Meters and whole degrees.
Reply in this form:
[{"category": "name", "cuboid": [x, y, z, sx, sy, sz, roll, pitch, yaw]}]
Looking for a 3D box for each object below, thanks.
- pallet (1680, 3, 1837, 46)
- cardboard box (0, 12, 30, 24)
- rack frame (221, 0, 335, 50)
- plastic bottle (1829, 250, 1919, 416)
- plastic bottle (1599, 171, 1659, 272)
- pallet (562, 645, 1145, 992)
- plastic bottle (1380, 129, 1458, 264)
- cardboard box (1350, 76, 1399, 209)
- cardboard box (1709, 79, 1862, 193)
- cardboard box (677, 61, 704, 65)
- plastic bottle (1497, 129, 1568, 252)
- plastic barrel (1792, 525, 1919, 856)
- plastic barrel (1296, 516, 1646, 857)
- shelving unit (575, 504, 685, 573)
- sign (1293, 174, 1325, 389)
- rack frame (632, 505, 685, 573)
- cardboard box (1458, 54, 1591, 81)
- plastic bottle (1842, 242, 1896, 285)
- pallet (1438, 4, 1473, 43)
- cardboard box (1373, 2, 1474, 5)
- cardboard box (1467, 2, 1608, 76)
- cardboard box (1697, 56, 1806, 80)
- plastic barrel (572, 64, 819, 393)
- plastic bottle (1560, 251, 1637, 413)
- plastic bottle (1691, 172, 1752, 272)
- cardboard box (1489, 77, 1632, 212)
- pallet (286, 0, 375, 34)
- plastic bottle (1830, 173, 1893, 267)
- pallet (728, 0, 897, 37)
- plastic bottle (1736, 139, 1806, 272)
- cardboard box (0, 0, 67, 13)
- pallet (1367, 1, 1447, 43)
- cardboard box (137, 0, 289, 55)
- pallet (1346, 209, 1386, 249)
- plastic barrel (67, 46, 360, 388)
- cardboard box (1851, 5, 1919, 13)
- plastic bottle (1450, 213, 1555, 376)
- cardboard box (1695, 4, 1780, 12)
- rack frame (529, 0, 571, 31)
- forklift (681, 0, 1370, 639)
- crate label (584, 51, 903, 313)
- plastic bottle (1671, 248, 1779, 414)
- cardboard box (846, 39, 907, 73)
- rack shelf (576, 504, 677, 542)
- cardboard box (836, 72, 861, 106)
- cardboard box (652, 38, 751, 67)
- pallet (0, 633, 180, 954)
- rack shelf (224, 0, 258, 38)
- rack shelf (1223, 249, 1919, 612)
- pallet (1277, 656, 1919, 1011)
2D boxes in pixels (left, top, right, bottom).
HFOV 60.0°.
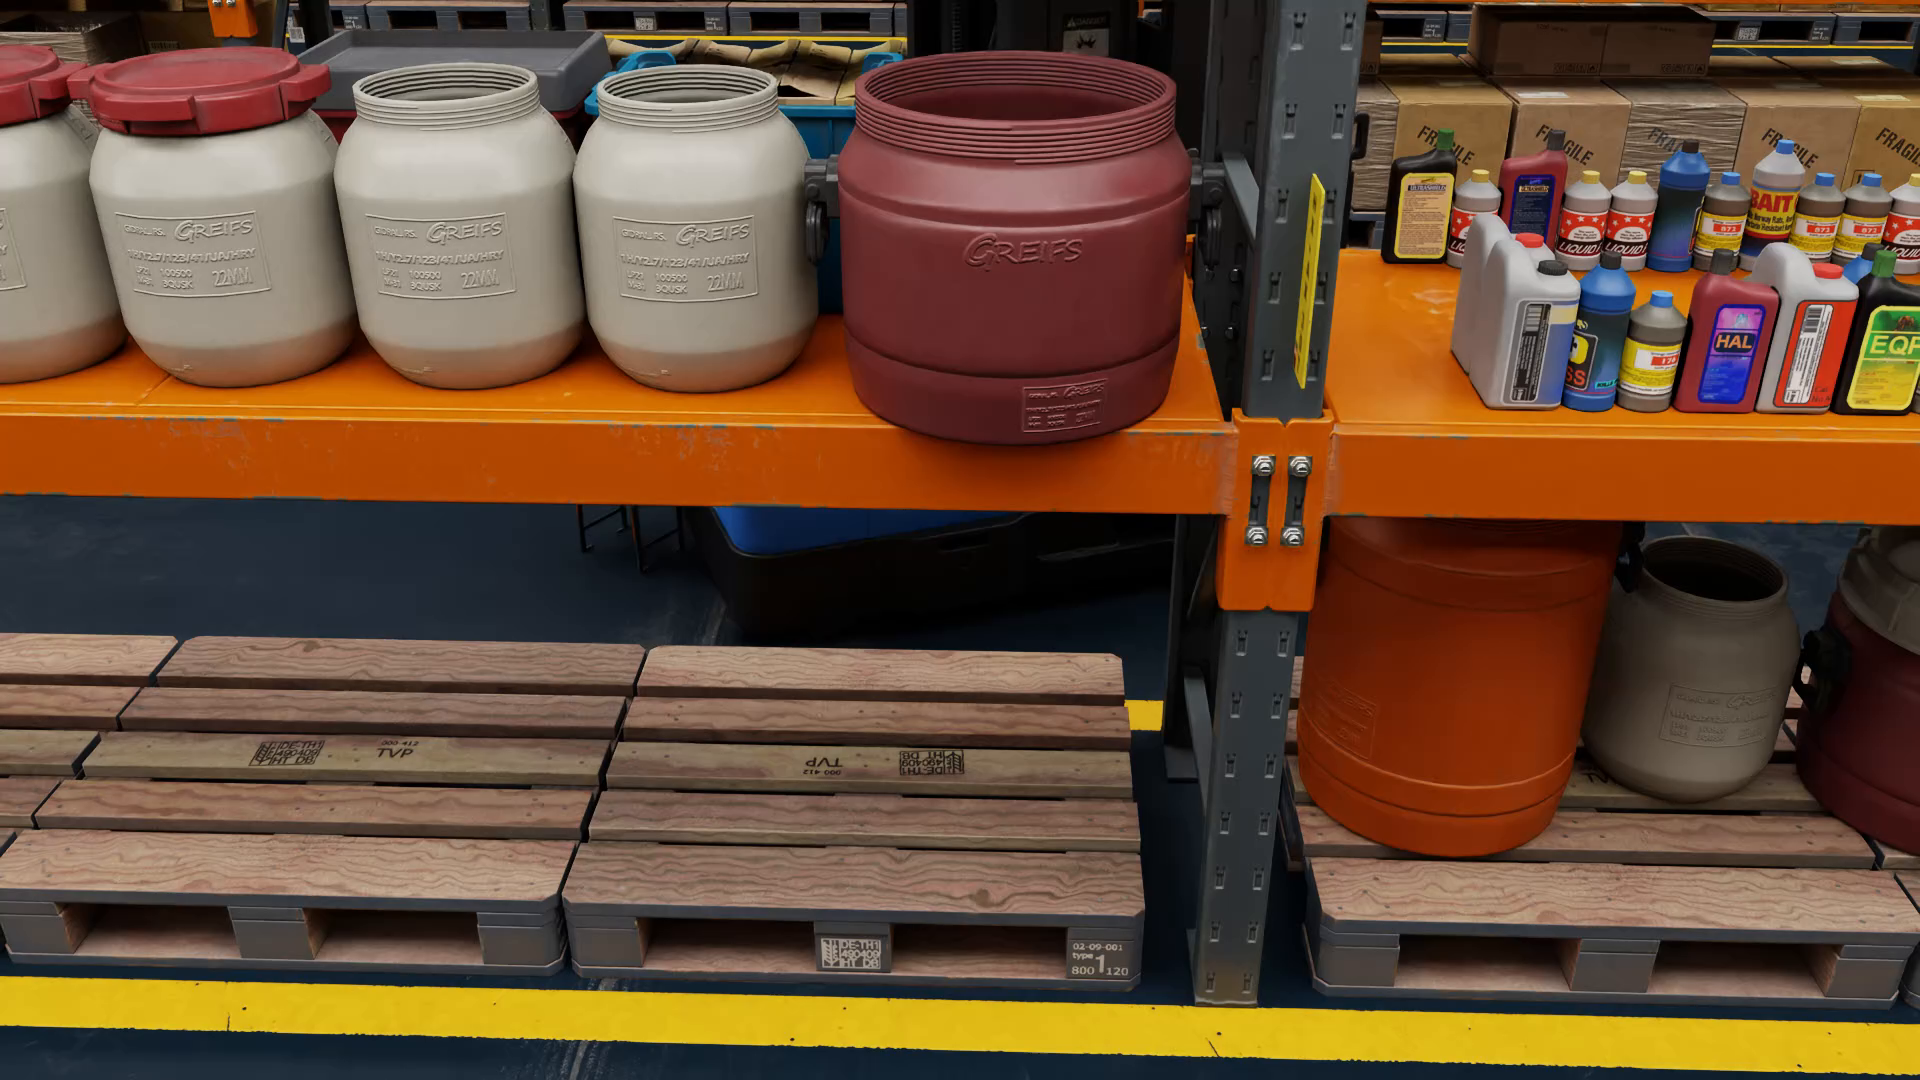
[{"category": "pallet", "cuboid": [5.671, -3.884, 12.351, 1.213, 0.211, 1.003, 1, 28, 2]}, {"category": "cardboard box", "cuboid": [-4.723, -2.206, 7.896, 0.500, 0.500, 0.500, 1, 28, 2]}, {"category": "rack frame", "cuboid": [-3.253, -2.979, 7.666, 0.127, 3.000, 1.000, 1, 28, 2]}, {"category": "plastic bottle", "cuboid": [1.582, -0.353, 2.838, 0.133, 0.283, 0.061, 1, 28, 2]}, {"category": "plastic bottle", "cuboid": [1.428, -0.683, 3.549, 0.097, 0.201, 0.097, 0, 28, 0]}, {"category": "pallet", "cuboid": [-0.207, 0.607, 3.880, 1.213, 0.211, 1.003, 1, 28, 2]}, {"category": "plastic bottle", "cuboid": [0.986, -0.736, 3.559, 0.133, 0.283, 0.061, 1, 28, 2]}, {"category": "cardboard box", "cuboid": [1.713, -1.855, 7.746, 0.500, 0.500, 0.500, 0, 28, 0]}, {"category": "cardboard box", "cuboid": [3.745, -1.823, 7.685, 0.500, 0.500, 0.500, 1, 28, 2]}, {"category": "cardboard box", "cuboid": [-1.312, -2.049, 7.801, 0.500, 0.311, 0.500, 2, 28, 3]}, {"category": "plastic bottle", "cuboid": [1.216, -0.732, 3.552, 0.133, 0.283, 0.061, 1, 28, 2]}, {"category": "plastic barrel", "cuboid": [2.184, 0.305, 3.599, 0.708, 0.588, 0.600, 1, 28, 2]}, {"category": "plastic barrel", "cuboid": [1.056, 0.179, 3.578, 0.708, 0.830, 0.600, 1, 28, 2]}, {"category": "shelving unit", "cuboid": [-1.021, -0.434, 4.947, 0.252, 1.050, 0.215, 18, 33, 30]}, {"category": "sign", "cuboid": [0.554, -0.409, 2.644, 0.005, 0.325, 0.100, 1, 28, 2]}, {"category": "rack frame", "cuboid": [-0.920, -0.402, 4.887, 0.008, 1.050, 0.200, 18, 33, 30]}, {"category": "cardboard box", "cuboid": [2.730, -2.082, 8.175, 0.500, 0.500, 0.500, 0, 28, 0]}, {"category": "plastic bottle", "cuboid": [1.567, -0.385, 2.911, 0.097, 0.271, 0.097, 0, 28, 0]}, {"category": "pallet", "cuboid": [4.140, -3.911, 12.402, 1.213, 0.211, 1.003, 1, 28, 2]}, {"category": "cardboard box", "cuboid": [3.371, -4.364, 12.127, 0.750, 0.750, 0.750, 2, 28, 3]}, {"category": "cardboard box", "cuboid": [2.767, -2.414, 8.000, 0.500, 0.250, 0.500, 0, 28, 1]}, {"category": "cardboard box", "cuboid": [3.734, -2.062, 8.136, 0.500, 0.500, 0.500, 1, 28, 3]}, {"category": "plastic barrel", "cuboid": [-0.469, -0.561, 2.985, 0.421, 0.512, 0.421, 0, 28, 0]}, {"category": "plastic bottle", "cuboid": [1.102, -0.364, 2.872, 0.097, 0.271, 0.097, 0, 28, 0]}, {"category": "plastic bottle", "cuboid": [1.623, -0.680, 3.543, 0.097, 0.201, 0.097, 0, 28, 0]}, {"category": "cardboard box", "cuboid": [2.736, -1.838, 7.714, 0.500, 0.500, 0.500, 0, 28, 0]}, {"category": "pallet", "cuboid": [-4.977, -4.079, 12.719, 1.213, 0.211, 1.003, 1, 28, 2]}, {"category": "plastic bottle", "cuboid": [1.915, -0.675, 3.534, 0.097, 0.201, 0.097, 0, 28, 0]}, {"category": "pallet", "cuboid": [-1.081, -4.034, 12.635, 1.213, 0.211, 1.003, 1, 28, 2]}, {"category": "plastic bottle", "cuboid": [1.720, -0.710, 3.523, 0.097, 0.271, 0.097, 0, 28, 0]}, {"category": "cardboard box", "cuboid": [-4.705, -2.451, 8.358, 0.500, 0.500, 0.500, 1, 28, 2]}, {"category": "pallet", "cuboid": [2.917, -3.930, 12.437, 1.213, 0.211, 1.003, 1, 28, 2]}, {"category": "cardboard box", "cuboid": [-3.705, -2.435, 8.327, 0.500, 0.500, 0.500, 1, 28, 2]}, {"category": "pallet", "cuboid": [1.490, -1.650, 8.138, 1.213, 0.211, 1.003, 1, 28, 2]}, {"category": "plastic barrel", "cuboid": [-1.317, -0.583, 3.001, 0.433, 0.535, 0.433, 0, 28, 0]}, {"category": "cardboard box", "cuboid": [6.672, -4.167, 12.128, 0.500, 0.500, 0.700, 2, 28, 3]}, {"category": "plastic bottle", "cuboid": [0.993, -0.452, 3.033, 0.135, 0.276, 0.152, 1, 28, 2]}, {"category": "cardboard box", "cuboid": [5.657, -4.186, 12.164, 0.500, 0.500, 0.700, 1, 28, 2]}, {"category": "rack frame", "cuboid": [-3.082, -5.297, 12.041, 0.127, 3.000, 1.000, 1, 28, 2]}, {"category": "forklift", "cuboid": [0.644, -1.433, 4.825, 3.031, 2.935, 1.130, -10, 29, -18]}, {"category": "crate label", "cuboid": [-0.417, -0.753, 3.430, 0.616, 0.435, 0.502, 1, 28, 2]}, {"category": "plastic bottle", "cuboid": [1.314, -0.357, 2.846, 0.133, 0.283, 0.061, 1, 28, 2]}, {"category": "cardboard box", "cuboid": [-0.294, -2.282, 8.241, 0.500, 0.311, 0.500, 0, 28, 1]}, {"category": "rack shelf", "cuboid": [-1.021, -0.179, 5.082, 0.240, 0.259, 0.215, 18, 33, 30]}, {"category": "cardboard box", "cuboid": [-0.307, -2.030, 7.765, 0.500, 0.311, 0.500, 1, 28, 1]}, {"category": "cardboard box", "cuboid": [-1.317, -2.300, 8.274, 0.500, 0.311, 0.500, 1, 28, 1]}, {"category": "pallet", "cuboid": [-2.645, 0.567, 3.956, 1.213, 0.211, 1.003, 1, 28, 2]}, {"category": "rack shelf", "cuboid": [-1.254, -2.628, 7.773, 4.000, 0.370, 1.077, 1, 28, 2]}, {"category": "rack shelf", "cuboid": [2.565, -0.243, 3.274, 4.000, 0.370, 1.077, 1, 28, 2]}, {"category": "pallet", "cuboid": [1.356, 0.631, 3.833, 1.213, 0.211, 1.003, 1, 28, 2]}]
